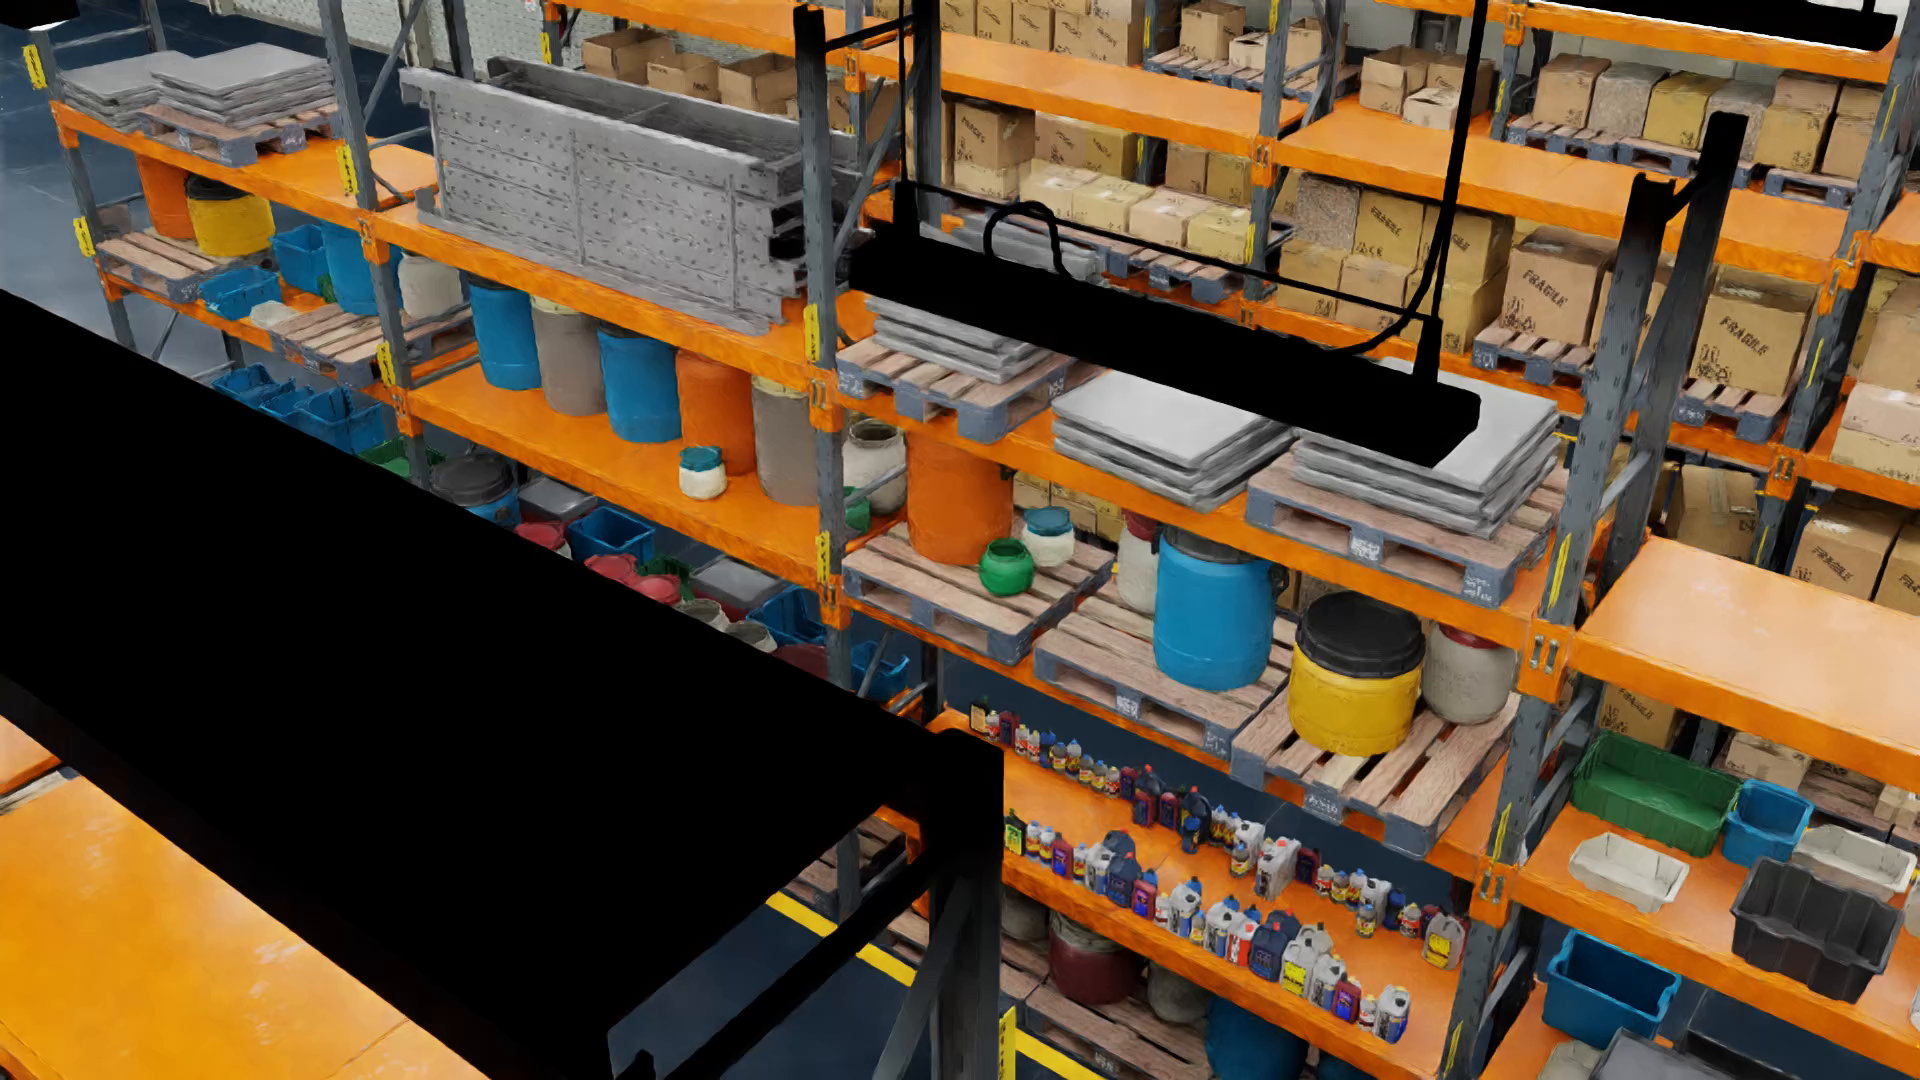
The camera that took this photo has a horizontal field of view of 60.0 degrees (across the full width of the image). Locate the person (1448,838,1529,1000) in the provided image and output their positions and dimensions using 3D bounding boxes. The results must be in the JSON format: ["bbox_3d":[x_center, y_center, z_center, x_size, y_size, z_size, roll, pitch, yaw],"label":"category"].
[{"bbox_3d":[3.233,2.147,10.209,0.469,1.601,0.399,3,32,4],"label":"person"}]
